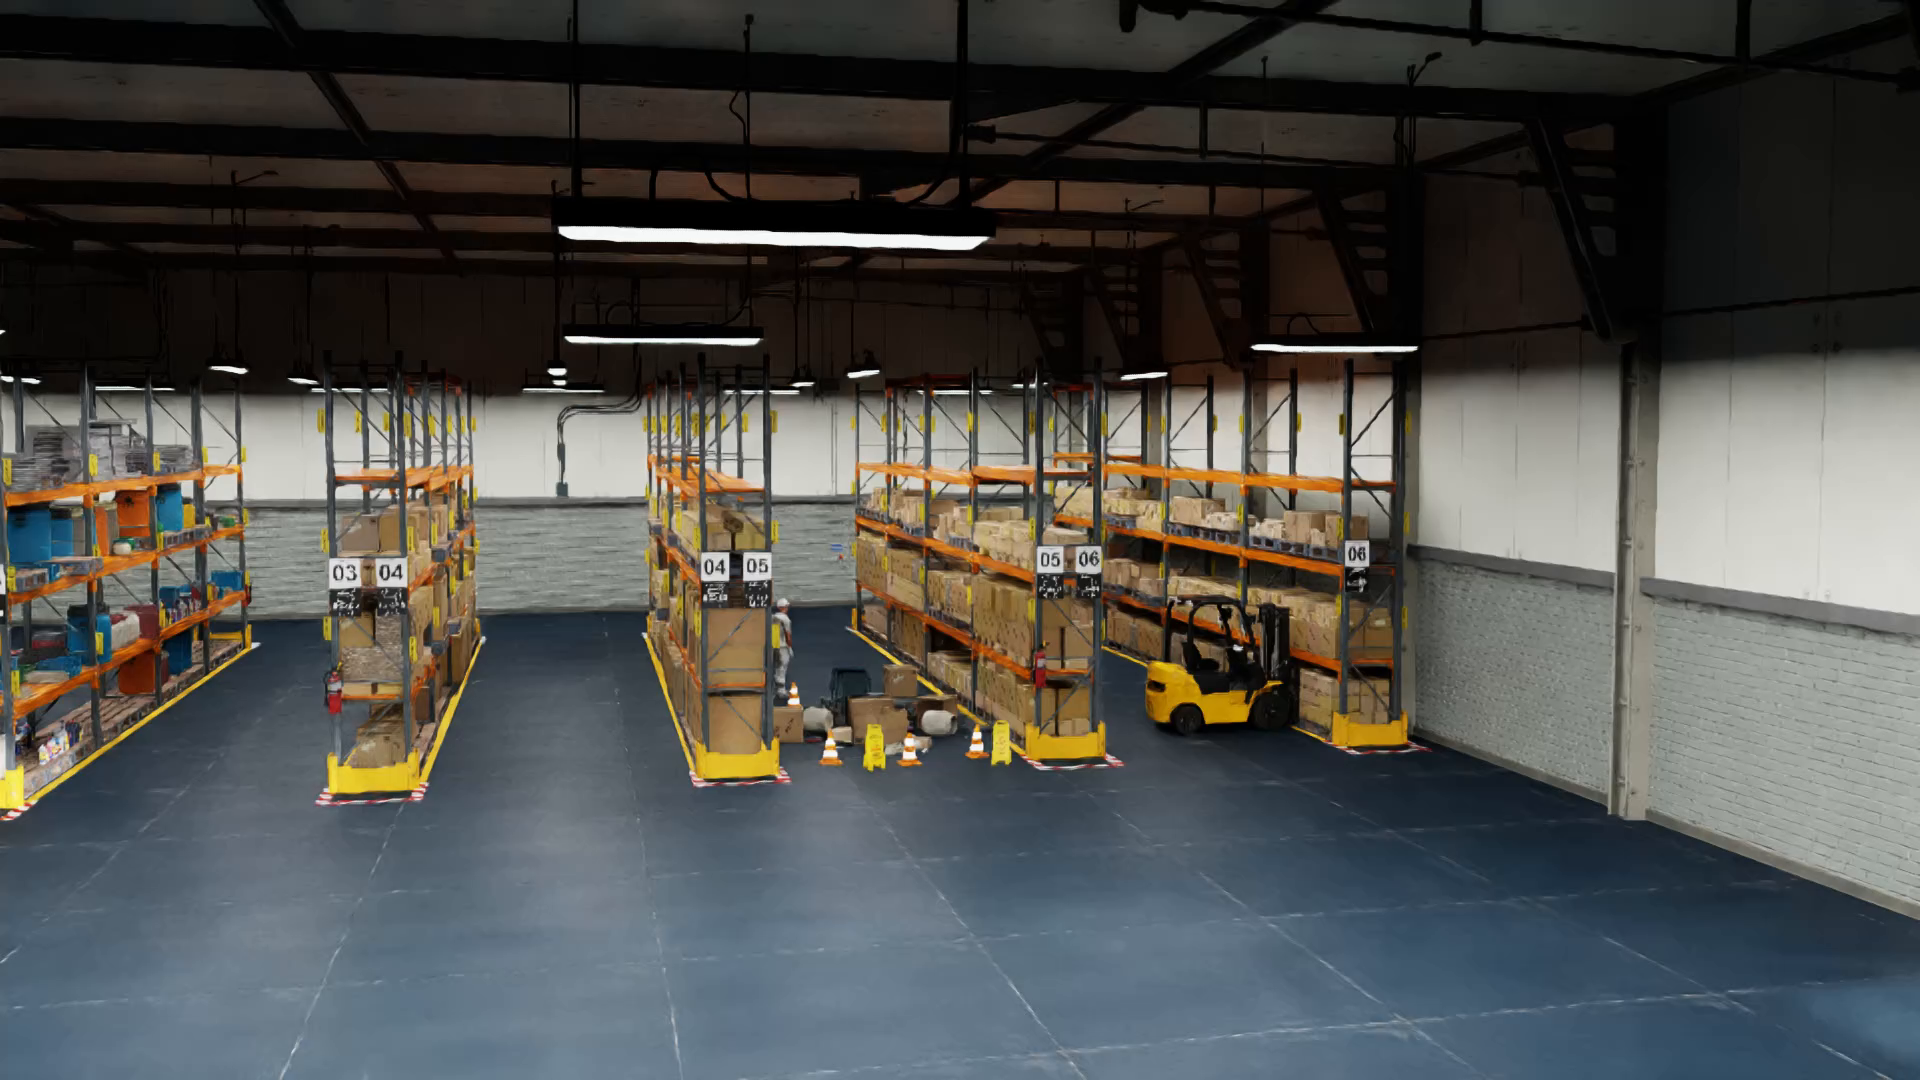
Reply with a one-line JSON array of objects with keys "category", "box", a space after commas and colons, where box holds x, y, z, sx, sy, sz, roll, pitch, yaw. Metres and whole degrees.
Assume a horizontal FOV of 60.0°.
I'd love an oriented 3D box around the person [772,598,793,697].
[{"category": "person", "box": [-3.234, 1.961, 30.580, 0.468, 1.794, 0.625, -3, 5, -36]}]
